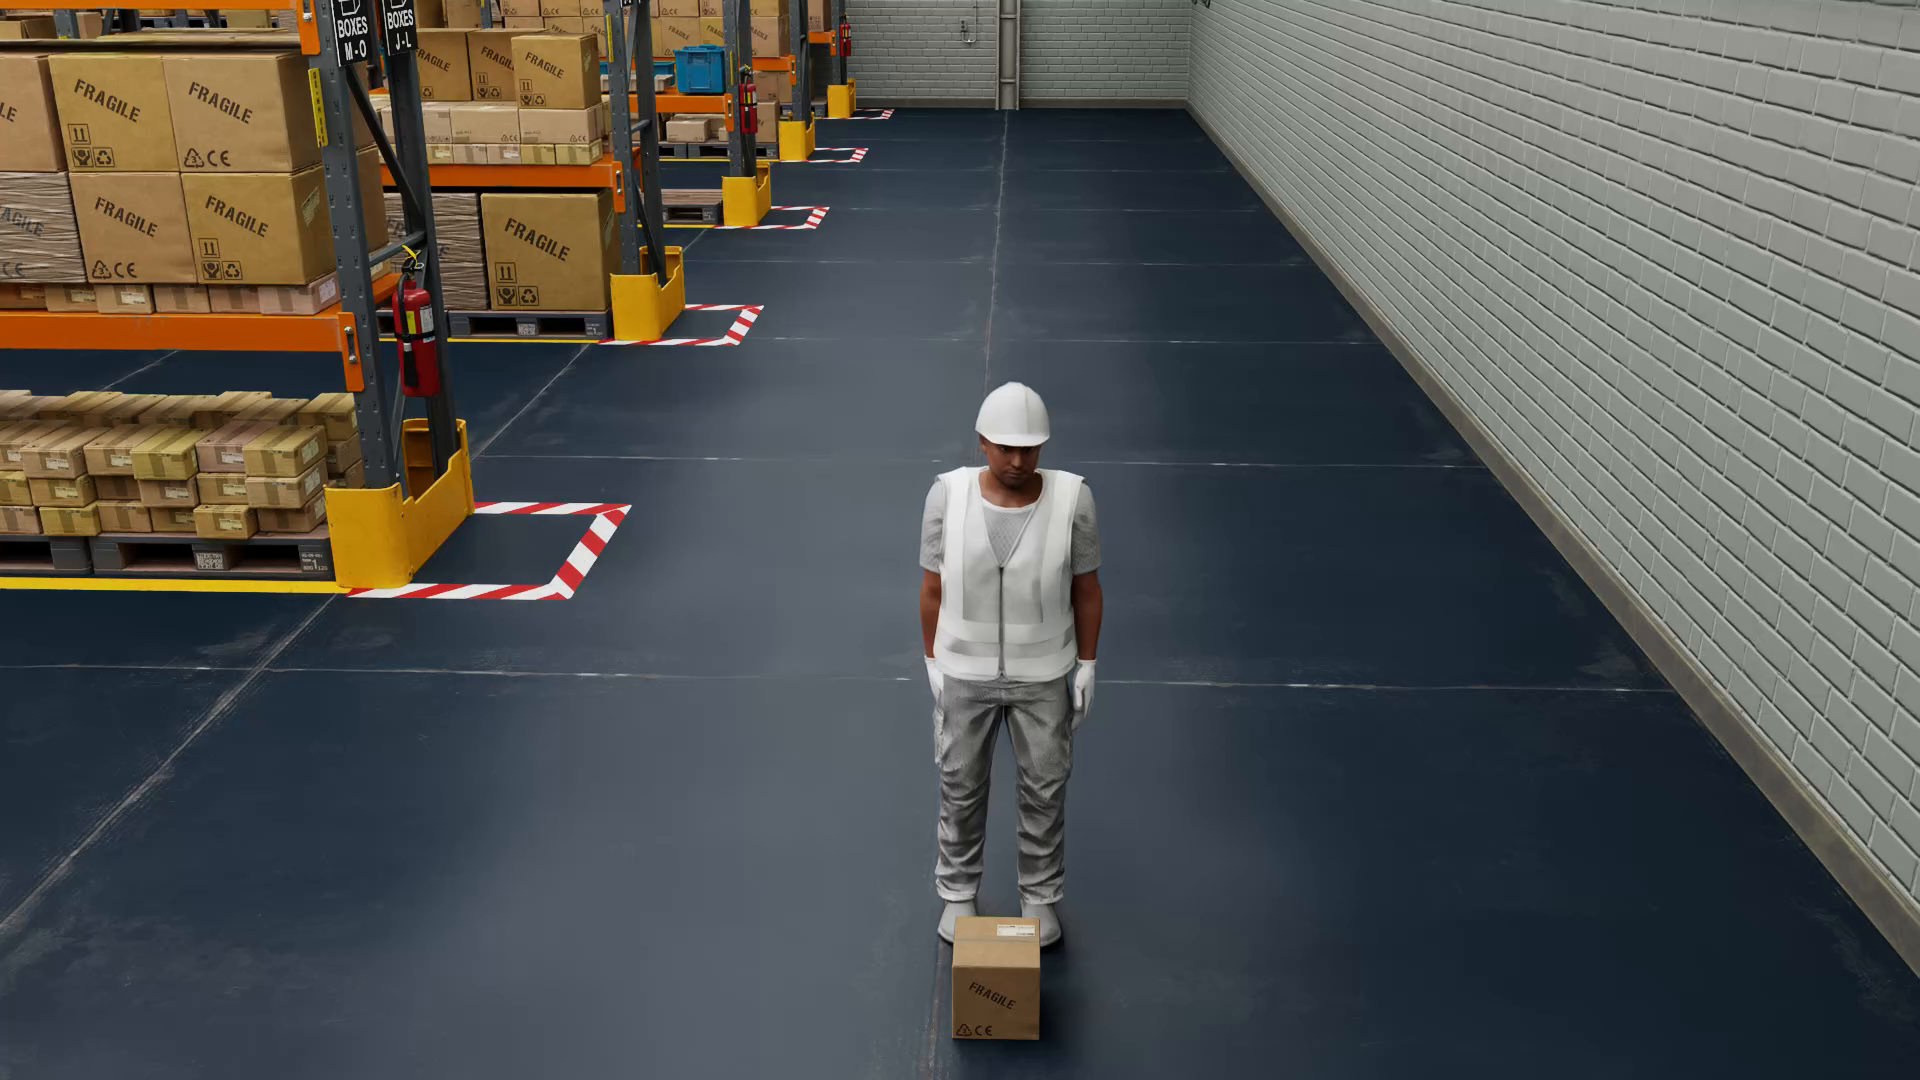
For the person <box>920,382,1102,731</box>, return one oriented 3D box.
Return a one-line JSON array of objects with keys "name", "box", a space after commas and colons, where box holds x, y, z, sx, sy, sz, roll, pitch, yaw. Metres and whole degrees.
[{"name": "person", "box": [0.147, 0.052, 4.899, 0.540, 1.061, 0.349, 1, 21, 3]}]
